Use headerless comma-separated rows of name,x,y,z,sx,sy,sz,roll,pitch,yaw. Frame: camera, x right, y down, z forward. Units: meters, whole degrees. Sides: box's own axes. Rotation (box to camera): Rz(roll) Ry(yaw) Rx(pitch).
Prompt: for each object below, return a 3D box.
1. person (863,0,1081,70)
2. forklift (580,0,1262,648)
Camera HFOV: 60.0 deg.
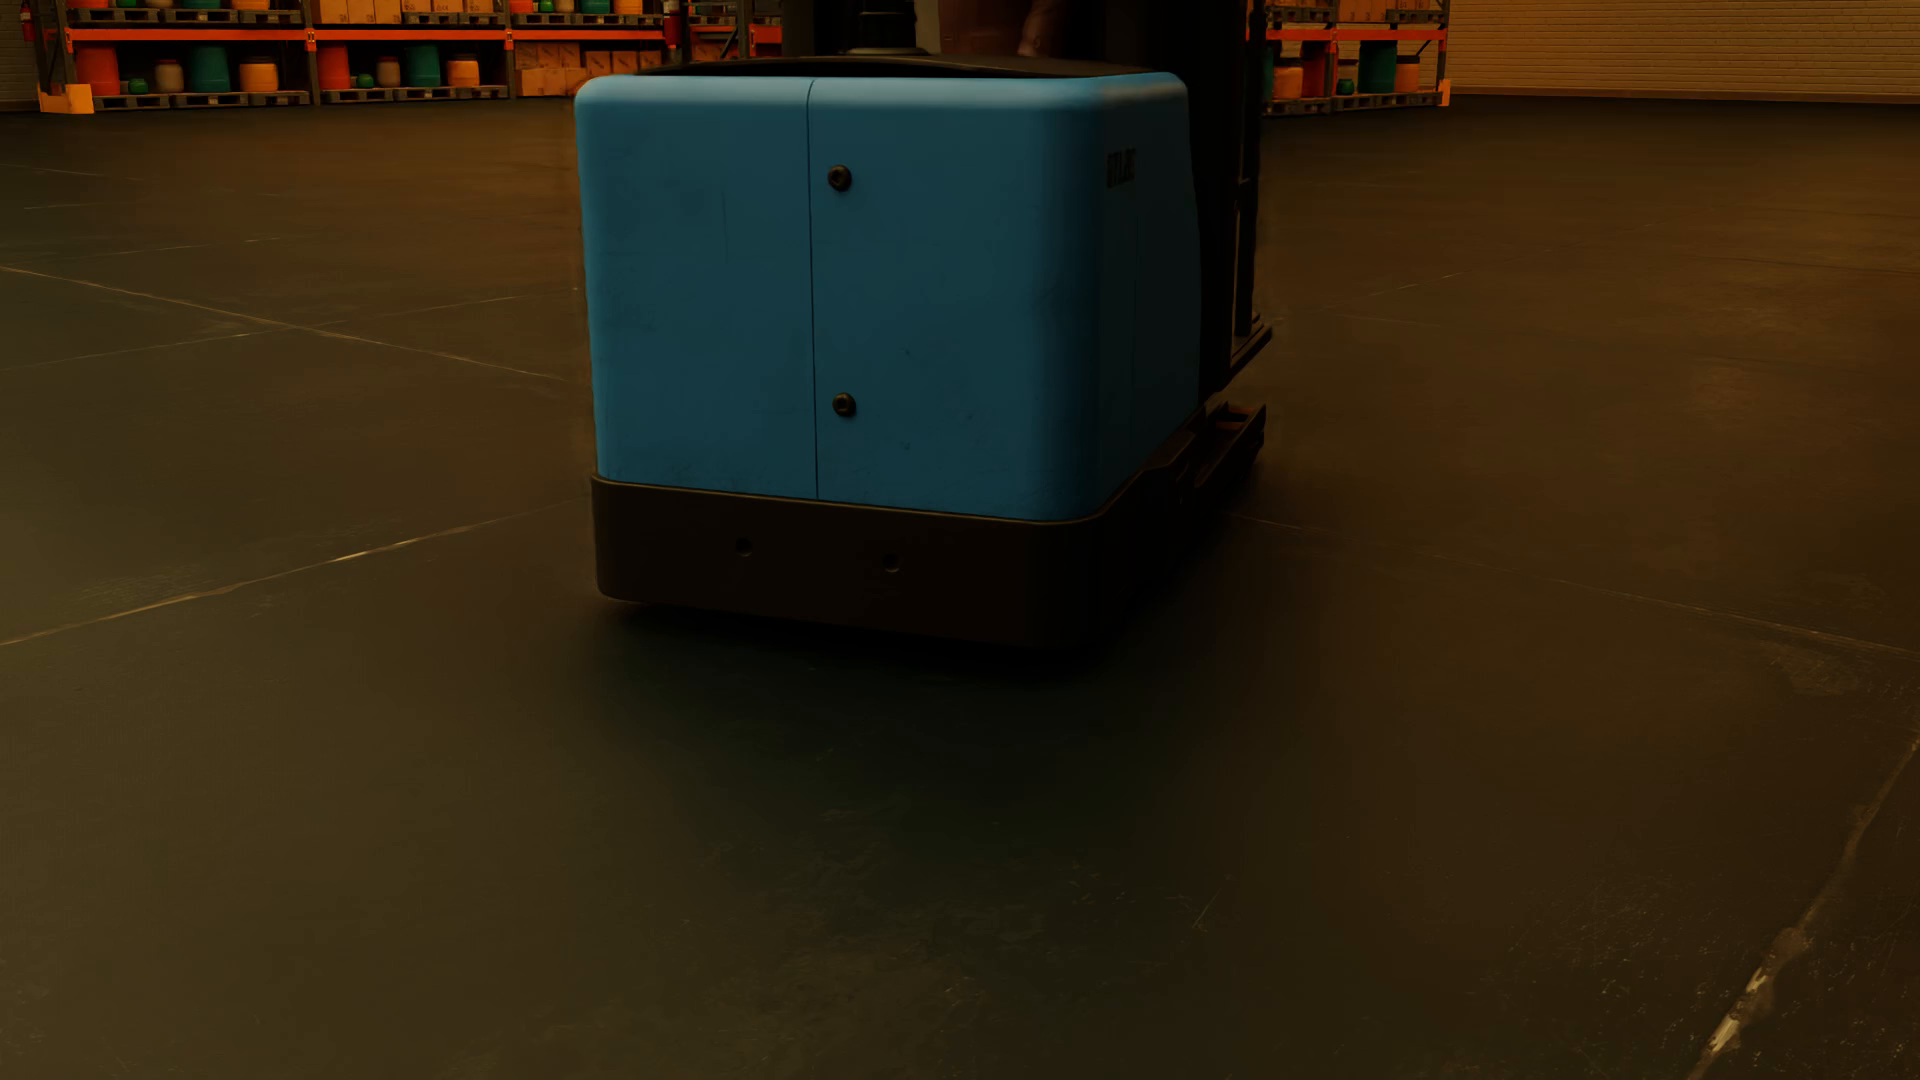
person,0.012,-1.039,3.652,0.546,1.678,0.432,13,21,37
forklift,0.204,-1.592,4.140,1.130,2.935,3.031,5,18,17
